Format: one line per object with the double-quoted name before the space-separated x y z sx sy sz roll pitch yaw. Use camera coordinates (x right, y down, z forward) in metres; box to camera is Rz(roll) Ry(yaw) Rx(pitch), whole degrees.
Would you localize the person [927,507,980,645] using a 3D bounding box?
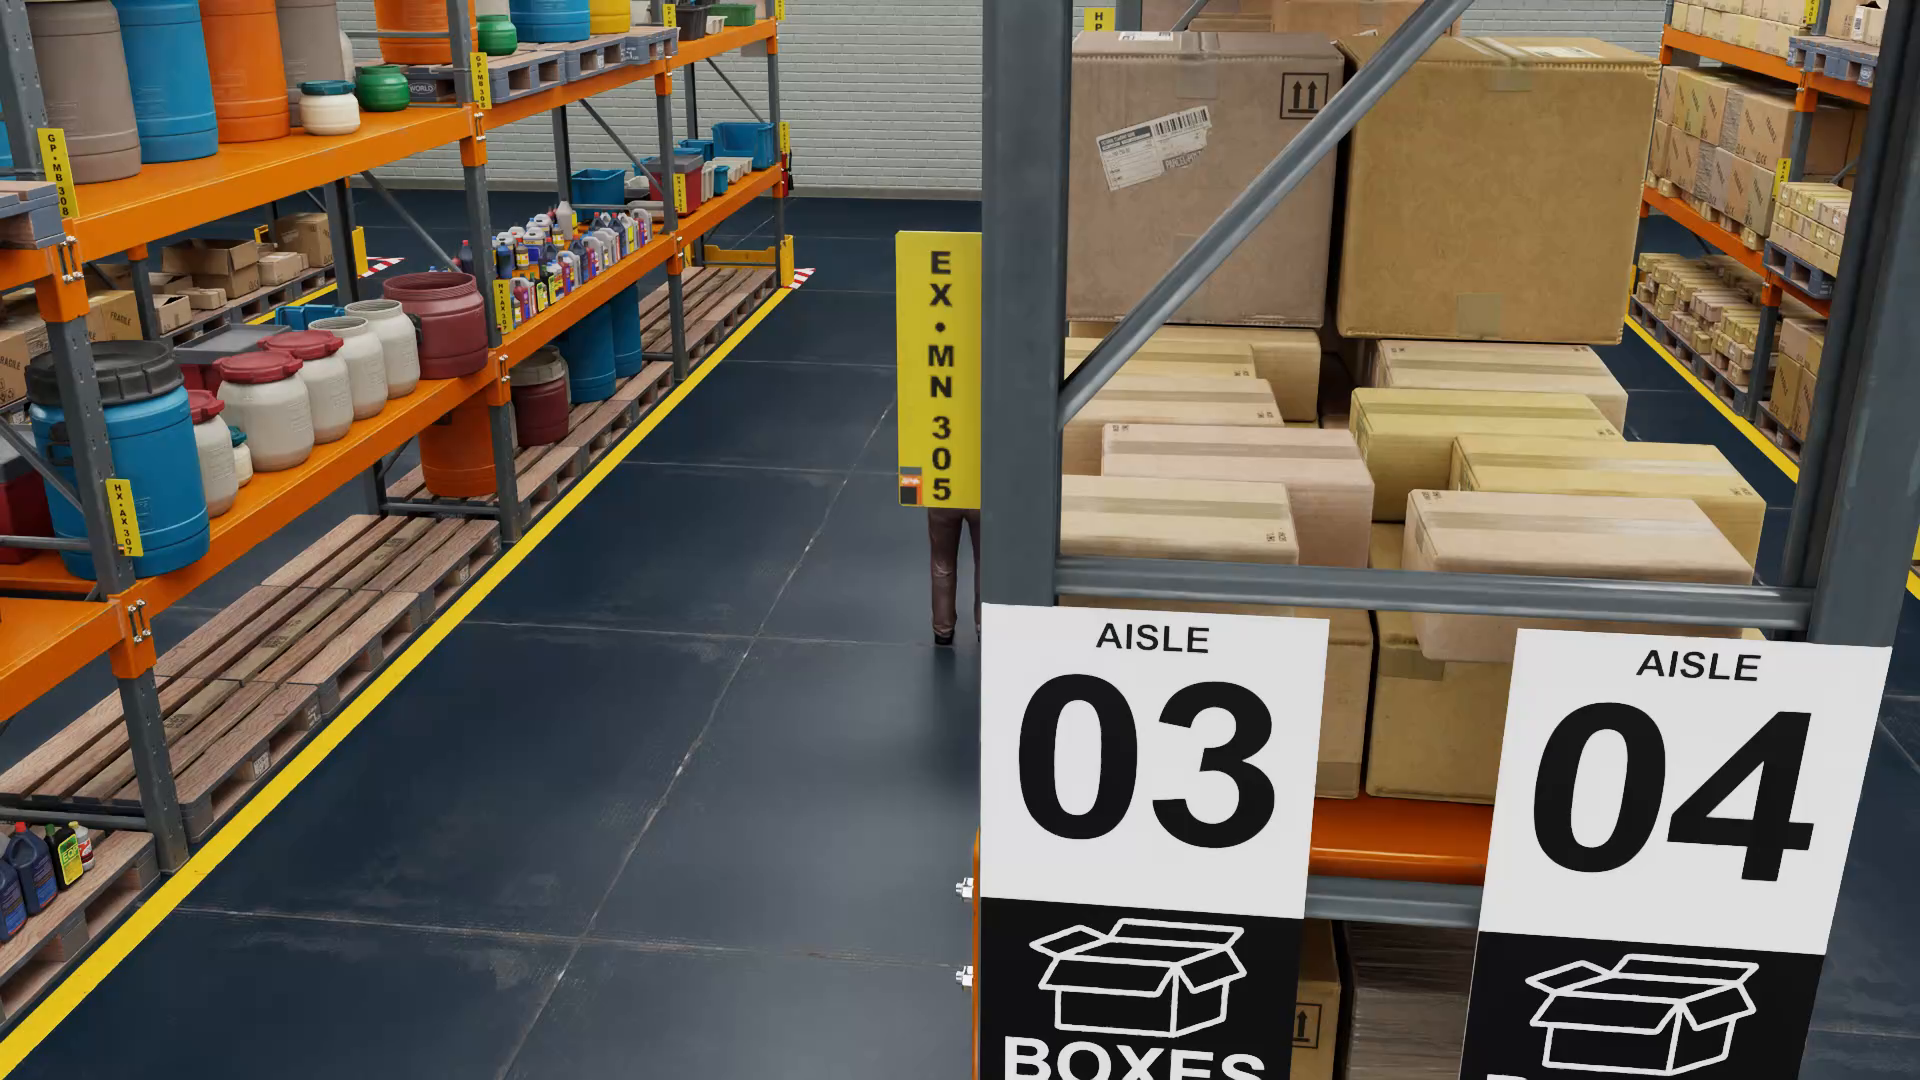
"person" 0.030 -0.263 9.300 0.508 1.722 0.547 2 21 6
